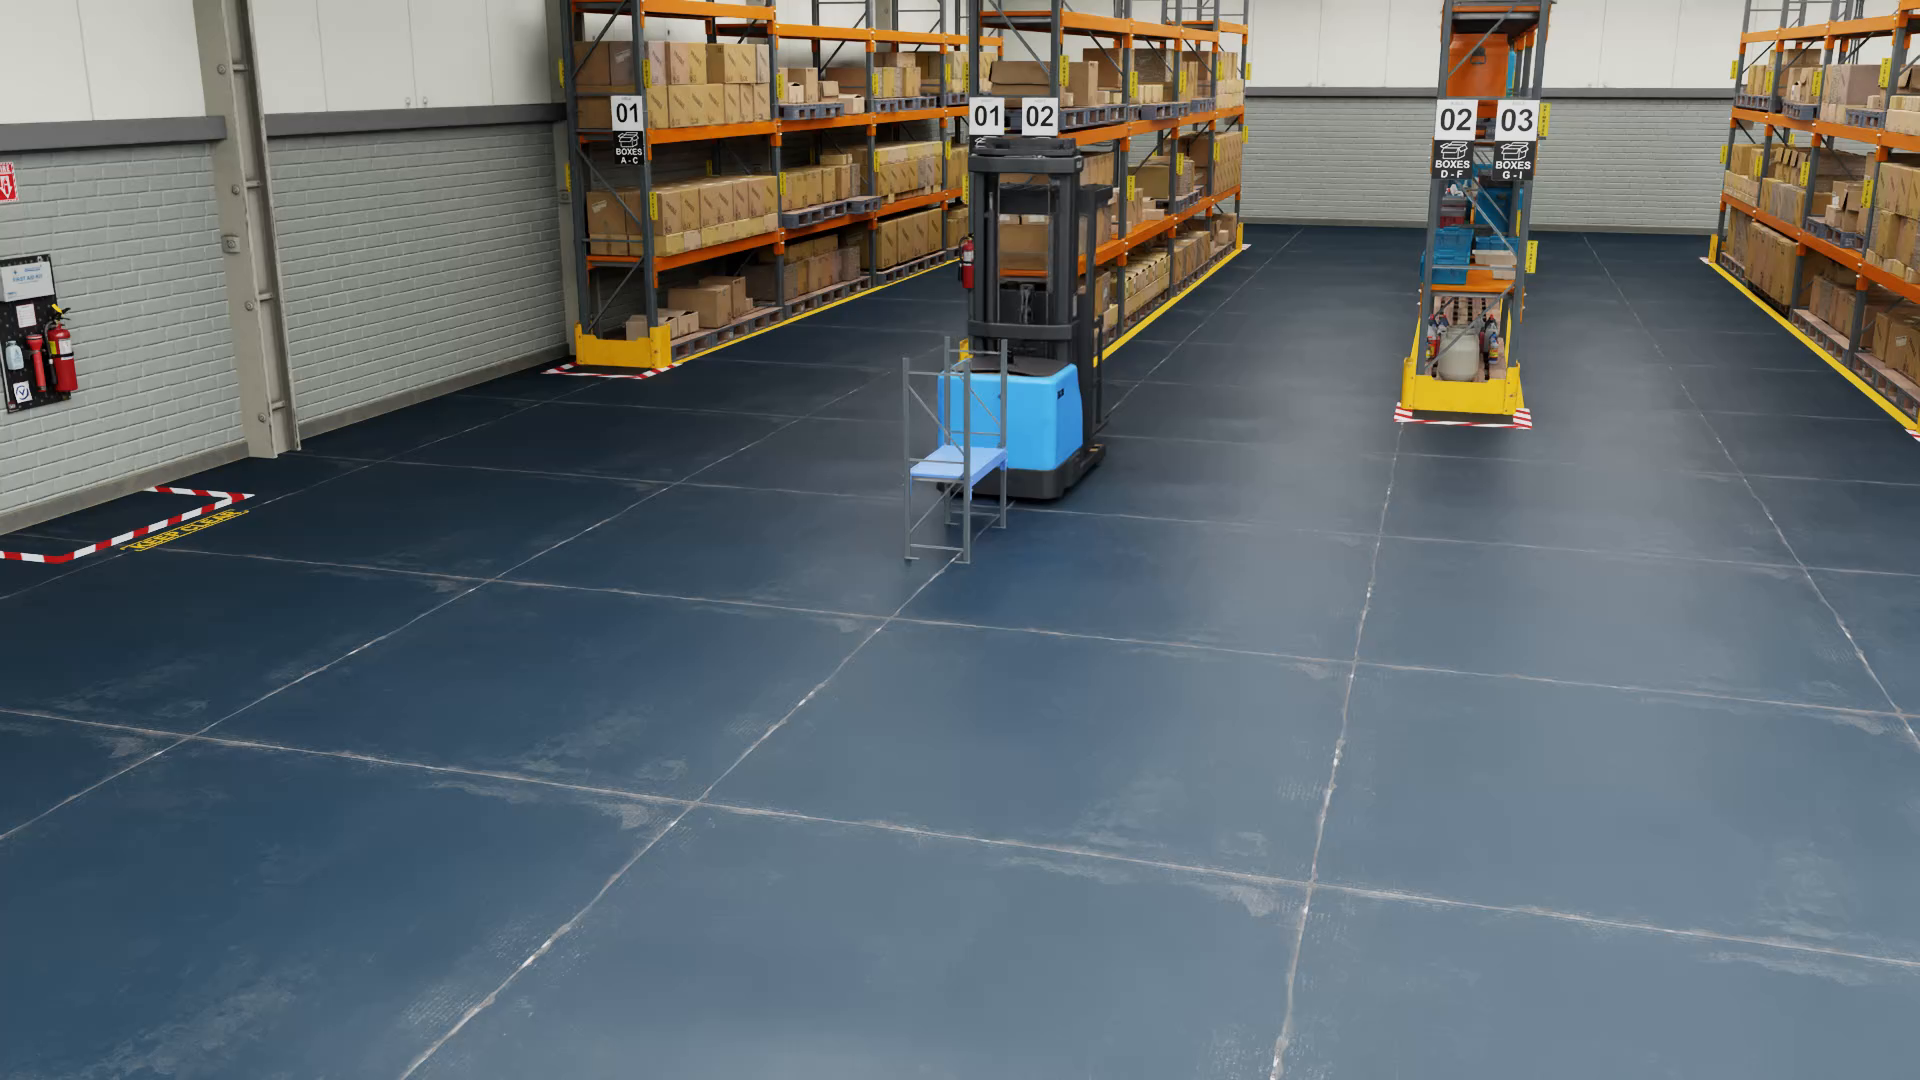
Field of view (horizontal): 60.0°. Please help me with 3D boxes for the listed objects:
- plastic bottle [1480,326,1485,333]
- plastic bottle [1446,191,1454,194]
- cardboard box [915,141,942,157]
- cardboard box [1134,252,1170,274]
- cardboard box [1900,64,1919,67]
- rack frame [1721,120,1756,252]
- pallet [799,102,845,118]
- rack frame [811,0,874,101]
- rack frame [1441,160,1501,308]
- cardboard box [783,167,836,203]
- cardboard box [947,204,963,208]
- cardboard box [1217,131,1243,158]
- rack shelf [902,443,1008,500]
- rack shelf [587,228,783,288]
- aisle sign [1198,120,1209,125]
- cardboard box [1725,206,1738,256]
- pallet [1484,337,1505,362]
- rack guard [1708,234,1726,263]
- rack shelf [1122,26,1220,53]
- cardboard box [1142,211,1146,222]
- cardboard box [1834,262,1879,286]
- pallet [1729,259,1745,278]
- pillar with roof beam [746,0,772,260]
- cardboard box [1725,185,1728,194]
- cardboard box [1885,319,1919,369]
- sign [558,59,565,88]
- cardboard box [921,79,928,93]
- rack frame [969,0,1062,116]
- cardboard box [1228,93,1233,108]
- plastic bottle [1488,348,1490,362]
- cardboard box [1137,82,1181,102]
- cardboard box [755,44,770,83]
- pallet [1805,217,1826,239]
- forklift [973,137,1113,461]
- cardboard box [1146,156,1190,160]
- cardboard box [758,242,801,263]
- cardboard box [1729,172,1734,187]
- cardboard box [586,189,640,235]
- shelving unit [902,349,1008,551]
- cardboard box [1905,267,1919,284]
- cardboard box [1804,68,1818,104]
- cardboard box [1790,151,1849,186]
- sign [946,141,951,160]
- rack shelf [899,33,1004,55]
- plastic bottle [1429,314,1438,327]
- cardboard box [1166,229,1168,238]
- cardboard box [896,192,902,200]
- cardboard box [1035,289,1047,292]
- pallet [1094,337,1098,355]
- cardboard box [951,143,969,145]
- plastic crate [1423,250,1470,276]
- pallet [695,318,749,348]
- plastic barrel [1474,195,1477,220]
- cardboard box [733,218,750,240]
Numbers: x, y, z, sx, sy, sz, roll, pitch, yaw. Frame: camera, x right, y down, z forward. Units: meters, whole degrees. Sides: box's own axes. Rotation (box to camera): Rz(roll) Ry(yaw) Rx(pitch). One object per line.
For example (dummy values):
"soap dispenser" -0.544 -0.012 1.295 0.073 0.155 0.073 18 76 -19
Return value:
"plastic bottle" 6.320 -2.447 20.132 0.061 0.283 0.133 5 16 16
"plastic bottle" 7.992 -5.566 27.184 0.152 0.276 0.135 5 16 16
"cardboard box" -0.635 -7.147 30.392 0.500 0.250 0.500 5 17 17
"cardboard box" 2.954 -4.291 25.703 0.500 0.311 0.500 5 17 17
"cardboard box" 12.177 -5.853 21.372 0.500 0.500 0.500 5 17 17
"rack frame" 14.640 -6.622 30.678 0.949 2.616 0.053 5 16 16
"pallet" -2.451 -6.412 24.787 1.213 0.211 1.003 5 16 16
"rack frame" -1.884 -8.568 26.544 1.000 3.000 0.127 5 16 16
"rack frame" 7.615 -4.913 24.654 1.000 3.000 0.127 5 16 16
"cardboard box" -2.340 -5.490 25.698 0.700 0.500 0.500 5 16 16
"cardboard box" -0.156 -6.679 33.501 0.380 0.149 0.250 5 17 17
"cardboard box" 5.277 -7.783 32.755 0.500 0.500 0.500 4 16 15
"rack shelf" -0.024 -0.526 12.595 0.538 0.185 1.000 5 16 16
"rack shelf" -3.589 -3.766 21.927 1.077 0.370 4.000 5 16 16
"aisle sign" 4.878 -8.683 33.179 0.394 0.787 0.004 5 16 16
"cardboard box" 14.532 -5.628 30.300 0.875 0.875 0.875 5 16 16
"pallet" 6.247 -2.353 20.737 1.003 0.211 1.213 5 16 16
"rack guard" 14.644 -5.426 31.042 1.175 0.500 0.348 5 16 16
"rack shelf" 3.435 -8.169 27.191 1.077 0.370 4.000 5 16 16
"cardboard box" 2.558 -4.839 24.854 0.380 0.149 0.250 6 17 20
"cardboard box" 12.061 -3.582 22.361 0.500 0.250 0.500 7 17 22
"pallet" 14.136 -4.747 29.179 1.003 0.211 1.213 5 16 16
"pillar with roof beam" 1.045 -7.961 24.405 9.100 9.000 0.400 5 16 16
"cardboard box" 14.148 -6.367 30.239 0.380 0.149 0.250 4 16 15
"cardboard box" 10.919 -2.230 19.006 0.500 0.500 0.500 11 19 33
"sign" -4.684 -5.506 19.624 0.100 0.325 0.005 5 16 16
"cardboard box" -0.777 -8.546 31.288 0.500 0.250 0.500 5 17 16
"rack frame" 0.593 -6.091 17.814 1.000 3.000 0.127 5 16 16
"cardboard box" 4.807 -8.216 31.076 0.500 0.250 0.500 5 16 16
"plastic bottle" 6.185 -2.163 19.280 0.097 0.201 0.097 0 16 0
"cardboard box" 2.958 -6.906 26.001 0.910 0.500 0.500 5 16 16
"cardboard box" -2.903 -6.465 22.575 0.500 0.500 0.500 3 16 11
"pallet" 12.263 -4.242 22.640 1.213 0.211 1.003 5 16 16
"forklift" 0.727 -2.109 14.895 1.121 2.935 3.031 5 17 17
"cardboard box" 3.654 -6.488 29.255 0.700 0.500 0.500 -1 16 -3
"cardboard box" -2.705 -4.314 24.943 0.500 0.250 0.500 4 16 15
"cardboard box" 14.100 -6.452 29.809 0.500 0.250 0.500 4 16 15
"cardboard box" -4.227 -4.026 20.392 0.500 0.500 0.500 4 16 15
"shelving unit" -0.024 -0.699 12.546 0.538 1.308 1.030 5 16 16
"cardboard box" 10.299 -2.806 17.687 0.380 0.149 0.250 5 16 16
"cardboard box" 12.629 -6.620 24.222 0.500 0.500 0.500 6 17 19
"cardboard box" 12.959 -5.596 25.040 0.797 0.503 0.637 5 17 18
"sign" -0.224 -7.207 30.766 0.100 0.325 0.005 5 16 16
"rack shelf" -0.179 -9.599 32.231 1.077 0.370 4.000 5 16 16
"plastic bottle" 5.851 -2.625 20.635 0.144 0.351 0.185 5 17 17
"cardboard box" 3.348 -5.345 28.578 0.500 0.250 0.500 5 16 16
"cardboard box" -1.229 -5.977 28.829 0.380 0.149 0.250 5 17 17
"cardboard box" 1.099 -2.699 19.744 0.500 0.500 0.500 5 16 16
"pallet" 1.119 -2.385 20.852 1.003 0.211 1.213 5 16 16
"cardboard box" 0.254 -7.784 34.228 0.980 0.700 0.700 5 17 18
"plastic crate" 5.387 -3.072 18.436 0.499 0.251 0.408 5 16 16
"pallet" -3.522 -2.795 22.296 1.003 0.211 1.213 5 16 16
"plastic barrel" 7.292 -4.470 22.844 0.433 0.535 0.433 0 16 0
"cardboard box" -3.142 -4.162 22.246 0.500 0.250 0.500 5 16 16
